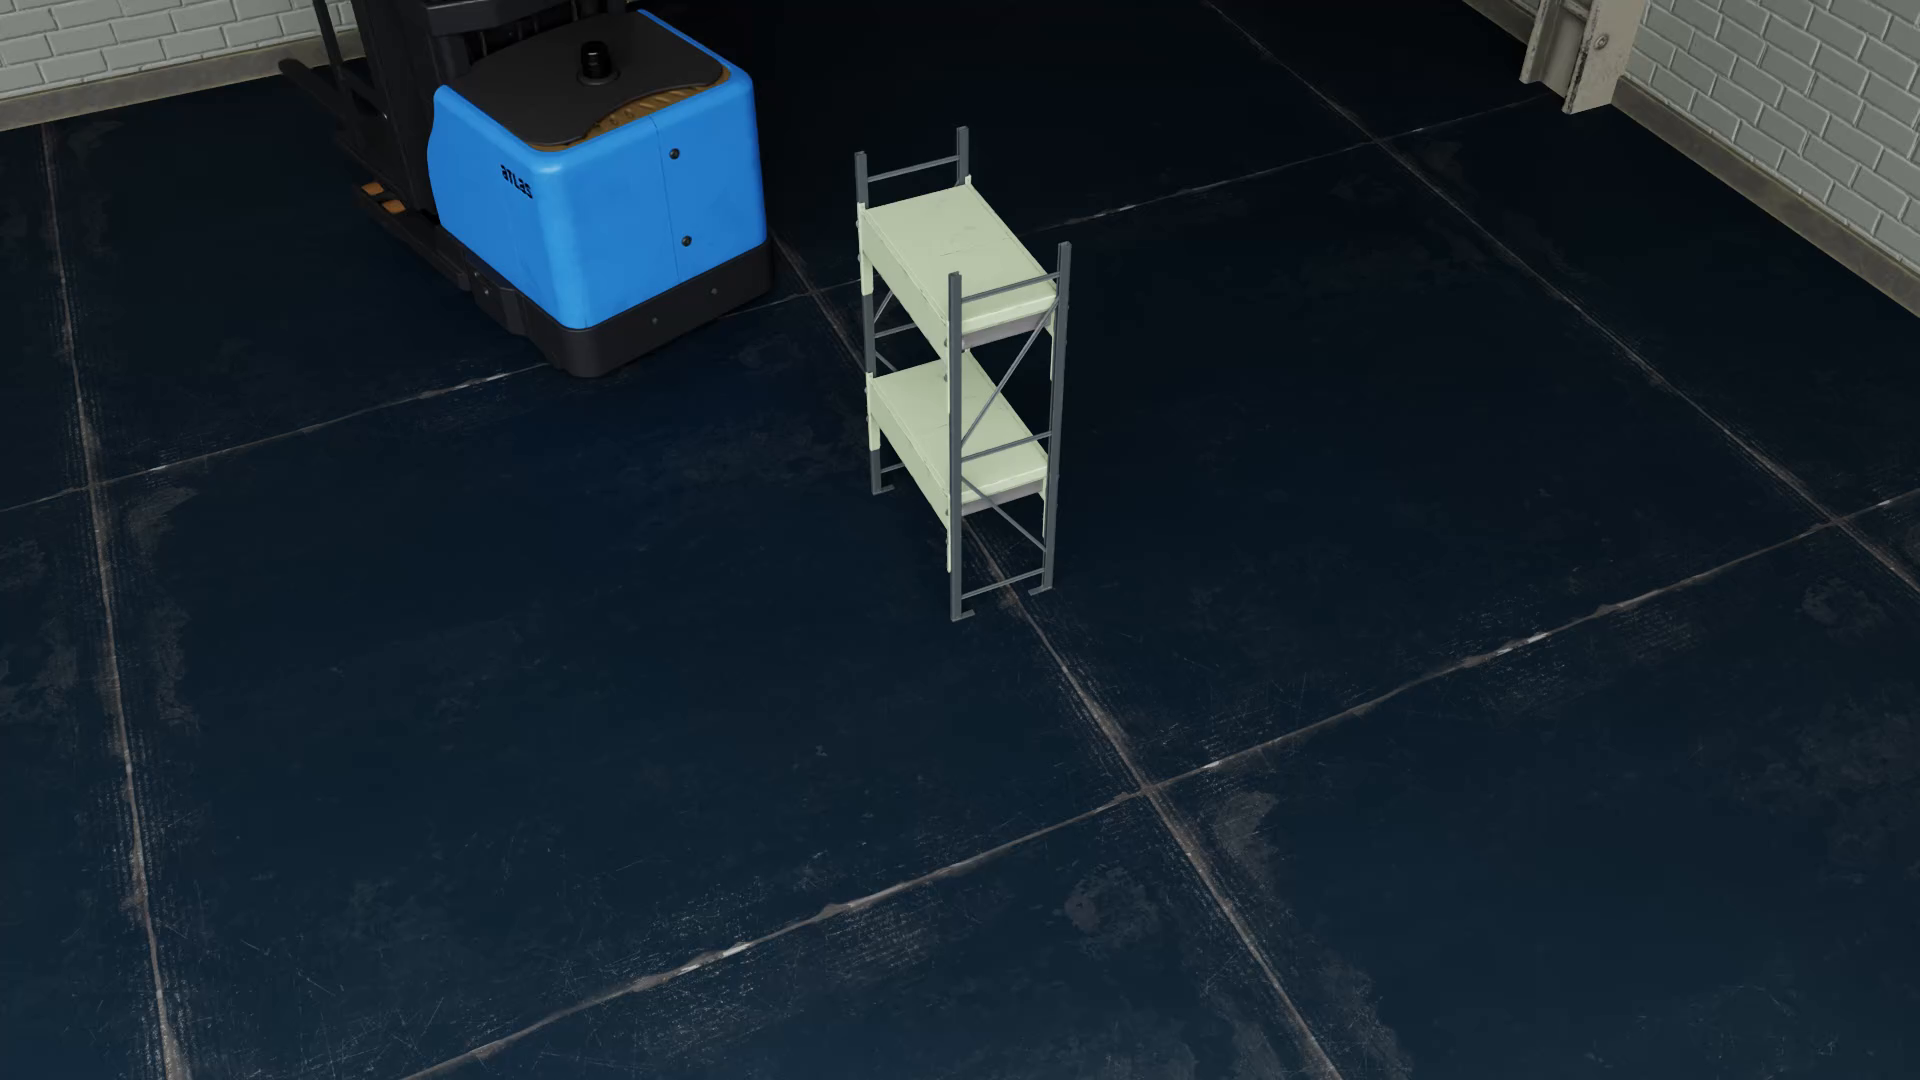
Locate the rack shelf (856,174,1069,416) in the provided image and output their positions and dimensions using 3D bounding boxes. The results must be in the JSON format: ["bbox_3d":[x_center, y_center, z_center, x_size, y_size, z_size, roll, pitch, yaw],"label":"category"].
[{"bbox_3d":[-0.003,-0.816,5.453,0.431,0.370,0.720,-18,47,-17],"label":"rack shelf"}]

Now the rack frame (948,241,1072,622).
[{"bbox_3d":[0.151,-0.305,5.491,0.400,1.500,0.023,-18,47,-17],"label":"rack frame"}]

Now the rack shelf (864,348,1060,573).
[{"bbox_3d":[-0.003,-0.306,5.957,0.431,0.370,0.720,-18,47,-17],"label":"rack shelf"}]

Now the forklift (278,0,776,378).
[{"bbox_3d":[-2.170,-2.660,6.859,1.130,2.935,3.031,-33,53,-29],"label":"forklift"}]

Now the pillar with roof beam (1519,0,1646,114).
[{"bbox_3d":[-0.764,-4.261,4.162,9.100,9.000,0.400,-18,47,-17],"label":"pillar with roof beam"}]

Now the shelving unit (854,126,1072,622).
[{"bbox_3d":[-0.003,-0.538,5.728,0.431,1.500,0.755,-18,47,-17],"label":"shelving unit"}]

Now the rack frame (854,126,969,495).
[{"bbox_3d":[-0.157,-0.771,5.964,0.400,1.500,0.023,-18,47,-17],"label":"rack frame"}]
